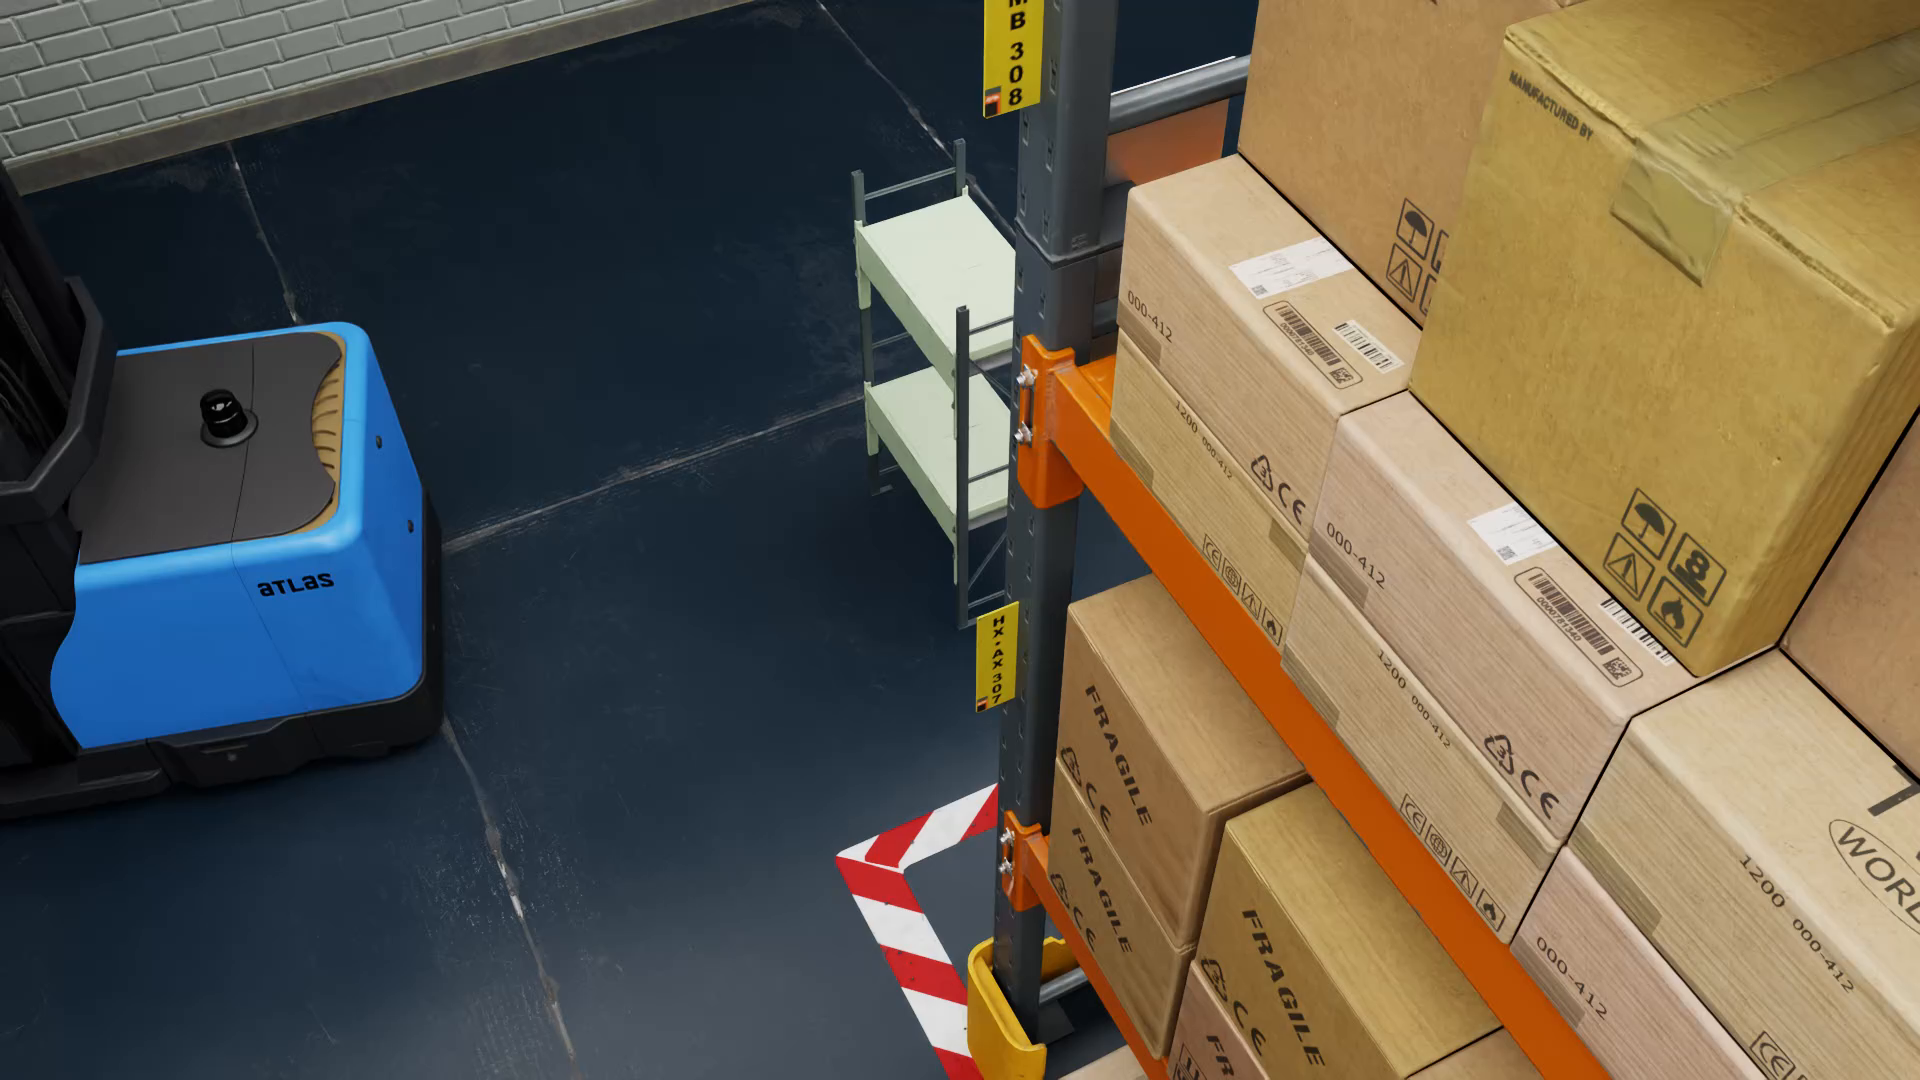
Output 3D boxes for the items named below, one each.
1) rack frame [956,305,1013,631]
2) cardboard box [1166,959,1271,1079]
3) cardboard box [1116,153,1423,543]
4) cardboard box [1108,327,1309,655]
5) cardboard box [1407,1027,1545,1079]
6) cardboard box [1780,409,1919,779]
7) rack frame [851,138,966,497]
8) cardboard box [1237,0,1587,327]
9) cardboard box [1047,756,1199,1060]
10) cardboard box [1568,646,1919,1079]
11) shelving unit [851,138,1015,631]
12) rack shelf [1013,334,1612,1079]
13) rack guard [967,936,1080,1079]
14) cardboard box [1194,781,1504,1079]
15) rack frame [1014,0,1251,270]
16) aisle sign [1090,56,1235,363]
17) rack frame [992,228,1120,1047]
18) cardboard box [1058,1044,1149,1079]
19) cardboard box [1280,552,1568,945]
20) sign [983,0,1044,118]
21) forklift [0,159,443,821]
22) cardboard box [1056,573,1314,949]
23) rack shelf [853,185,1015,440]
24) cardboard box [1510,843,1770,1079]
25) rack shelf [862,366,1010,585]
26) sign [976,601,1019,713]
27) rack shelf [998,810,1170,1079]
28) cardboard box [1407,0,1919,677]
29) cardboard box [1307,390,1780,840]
[{"bbox_3d":[0.171,-0.244,5.467,0.400,1.500,0.023,-21,52,-18],"label":"rack frame"},{"bbox_3d":[0.771,1.043,3.278,0.500,0.500,0.500,-22,52,-18],"label":"cardboard box"},{"bbox_3d":[0.566,-0.324,2.316,0.500,0.250,0.500,-21,52,-18],"label":"cardboard box"},{"bbox_3d":[0.571,-0.162,2.506,0.500,0.250,0.500,-21,52,-18],"label":"cardboard box"},{"bbox_3d":[1.001,1.054,2.604,0.500,0.500,0.500,-21,52,-17],"label":"cardboard box"},{"bbox_3d":[1.289,-0.005,1.538,0.700,0.500,0.500,-21,52,-18],"label":"cardboard box"},{"bbox_3d":[-0.164,-0.734,5.896,0.400,1.500,0.023,-21,52,-18],"label":"rack frame"},{"bbox_3d":[0.812,-0.667,2.117,0.700,0.500,0.500,-21,52,-18],"label":"cardboard box"},{"bbox_3d":[0.531,0.700,3.579,0.500,0.500,0.500,-20,52,-17],"label":"cardboard box"},{"bbox_3d":[1.023,0.345,1.730,0.500,0.250,0.500,-21,52,-18],"label":"cardboard box"},{"bbox_3d":[0.003,-0.489,5.682,0.431,1.500,0.755,-21,52,-18],"label":"shelving unit"},{"bbox_3d":[1.477,0.933,1.927,1.077,0.370,4.000,-21,52,-18],"label":"rack shelf"},{"bbox_3d":[0.597,1.219,4.852,1.175,0.500,0.348,-21,52,-18],"label":"rack guard"},{"bbox_3d":[0.776,0.718,2.899,0.500,0.500,0.500,-21,52,-17],"label":"cardboard box"},{"bbox_3d":[0.562,-1.630,1.697,1.000,3.000,0.127,-21,52,-18],"label":"rack frame"},{"bbox_3d":[0.270,-0.456,2.929,0.394,0.787,0.004,-21,52,-18],"label":"aisle sign"},{"bbox_3d":[0.562,0.345,3.956,1.000,3.000,0.127,-21,52,-18],"label":"rack frame"},{"bbox_3d":[0.448,1.537,4.514,0.380,0.149,0.250,-21,52,-18],"label":"cardboard box"},{"bbox_3d":[0.788,0.177,2.209,0.500,0.250,0.500,-21,52,-18],"label":"cardboard box"},{"bbox_3d":[0.080,-0.743,2.334,0.100,0.325,0.005,-21,52,-18],"label":"sign"},{"bbox_3d":[-3.323,-0.405,4.657,3.031,2.935,1.130,-9,49,-8],"label":"forklift"},{"bbox_3d":[0.531,0.371,3.202,0.500,0.500,0.500,-20,52,-16],"label":"cardboard box"},{"bbox_3d":[0.003,-0.746,5.388,0.431,0.370,0.720,-21,52,-18],"label":"rack shelf"},{"bbox_3d":[1.019,0.511,1.917,0.500,0.250,0.500,-21,52,-18],"label":"cardboard box"},{"bbox_3d":[0.003,-0.275,5.927,0.431,0.370,0.720,-21,52,-18],"label":"rack shelf"},{"bbox_3d":[0.080,0.247,3.466,0.100,0.325,0.005,-21,52,-18],"label":"sign"},{"bbox_3d":[1.477,1.920,3.056,1.077,0.370,4.000,-21,52,-18],"label":"rack shelf"},{"bbox_3d":[0.965,-0.303,1.799,0.700,0.500,0.500,-21,52,-18],"label":"cardboard box"},{"bbox_3d":[0.788,0.013,2.021,0.500,0.250,0.500,-21,52,-18],"label":"cardboard box"}]
